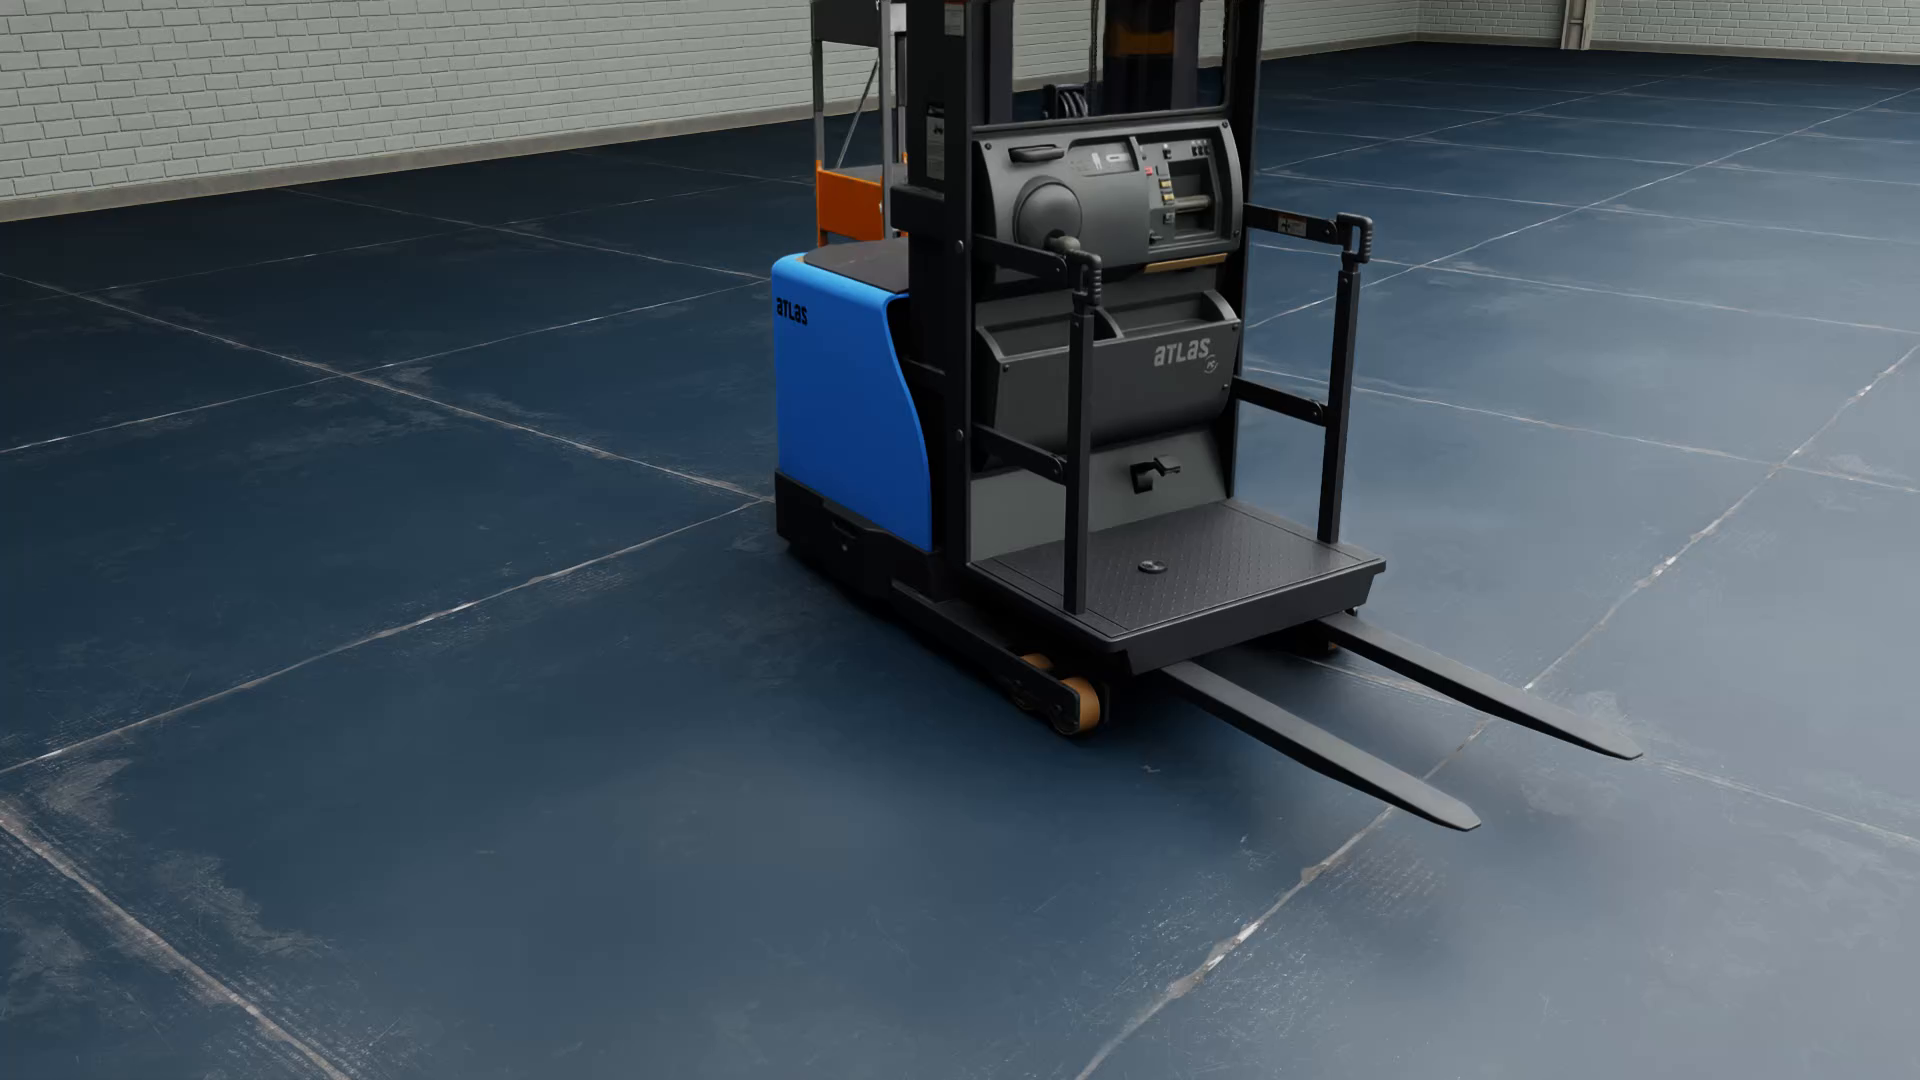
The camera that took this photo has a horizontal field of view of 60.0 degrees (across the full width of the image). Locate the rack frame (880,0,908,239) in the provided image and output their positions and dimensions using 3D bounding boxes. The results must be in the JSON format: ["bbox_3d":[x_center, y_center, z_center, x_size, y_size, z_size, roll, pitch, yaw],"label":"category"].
[{"bbox_3d":[-0.109,-1.112,6.142,0.400,2.100,0.015,-13,25,-32],"label":"rack frame"}]

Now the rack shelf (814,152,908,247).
[{"bbox_3d":[-0.246,-1.171,6.335,0.431,0.518,0.480,-13,25,-32],"label":"rack shelf"}]

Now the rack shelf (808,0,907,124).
[{"bbox_3d":[-0.246,-1.826,6.088,0.431,0.518,0.480,-13,25,-32],"label":"rack shelf"}]

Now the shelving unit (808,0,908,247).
[{"bbox_3d":[-0.246,-1.183,6.330,0.431,2.100,0.503,-13,25,-32],"label":"shelving unit"}]

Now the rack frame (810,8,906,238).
[{"bbox_3d":[-0.383,-1.255,6.519,0.400,2.100,0.015,-13,25,-32],"label":"rack frame"}]

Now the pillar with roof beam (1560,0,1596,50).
[{"bbox_3d":[7.781,-11.417,23.691,0.400,9.000,9.100,16,26,36],"label":"pillar with roof beam"}]

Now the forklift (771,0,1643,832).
[{"bbox_3d":[0.577,-1.010,4.694,1.130,2.935,3.031,-13,25,-32],"label":"forklift"}]
